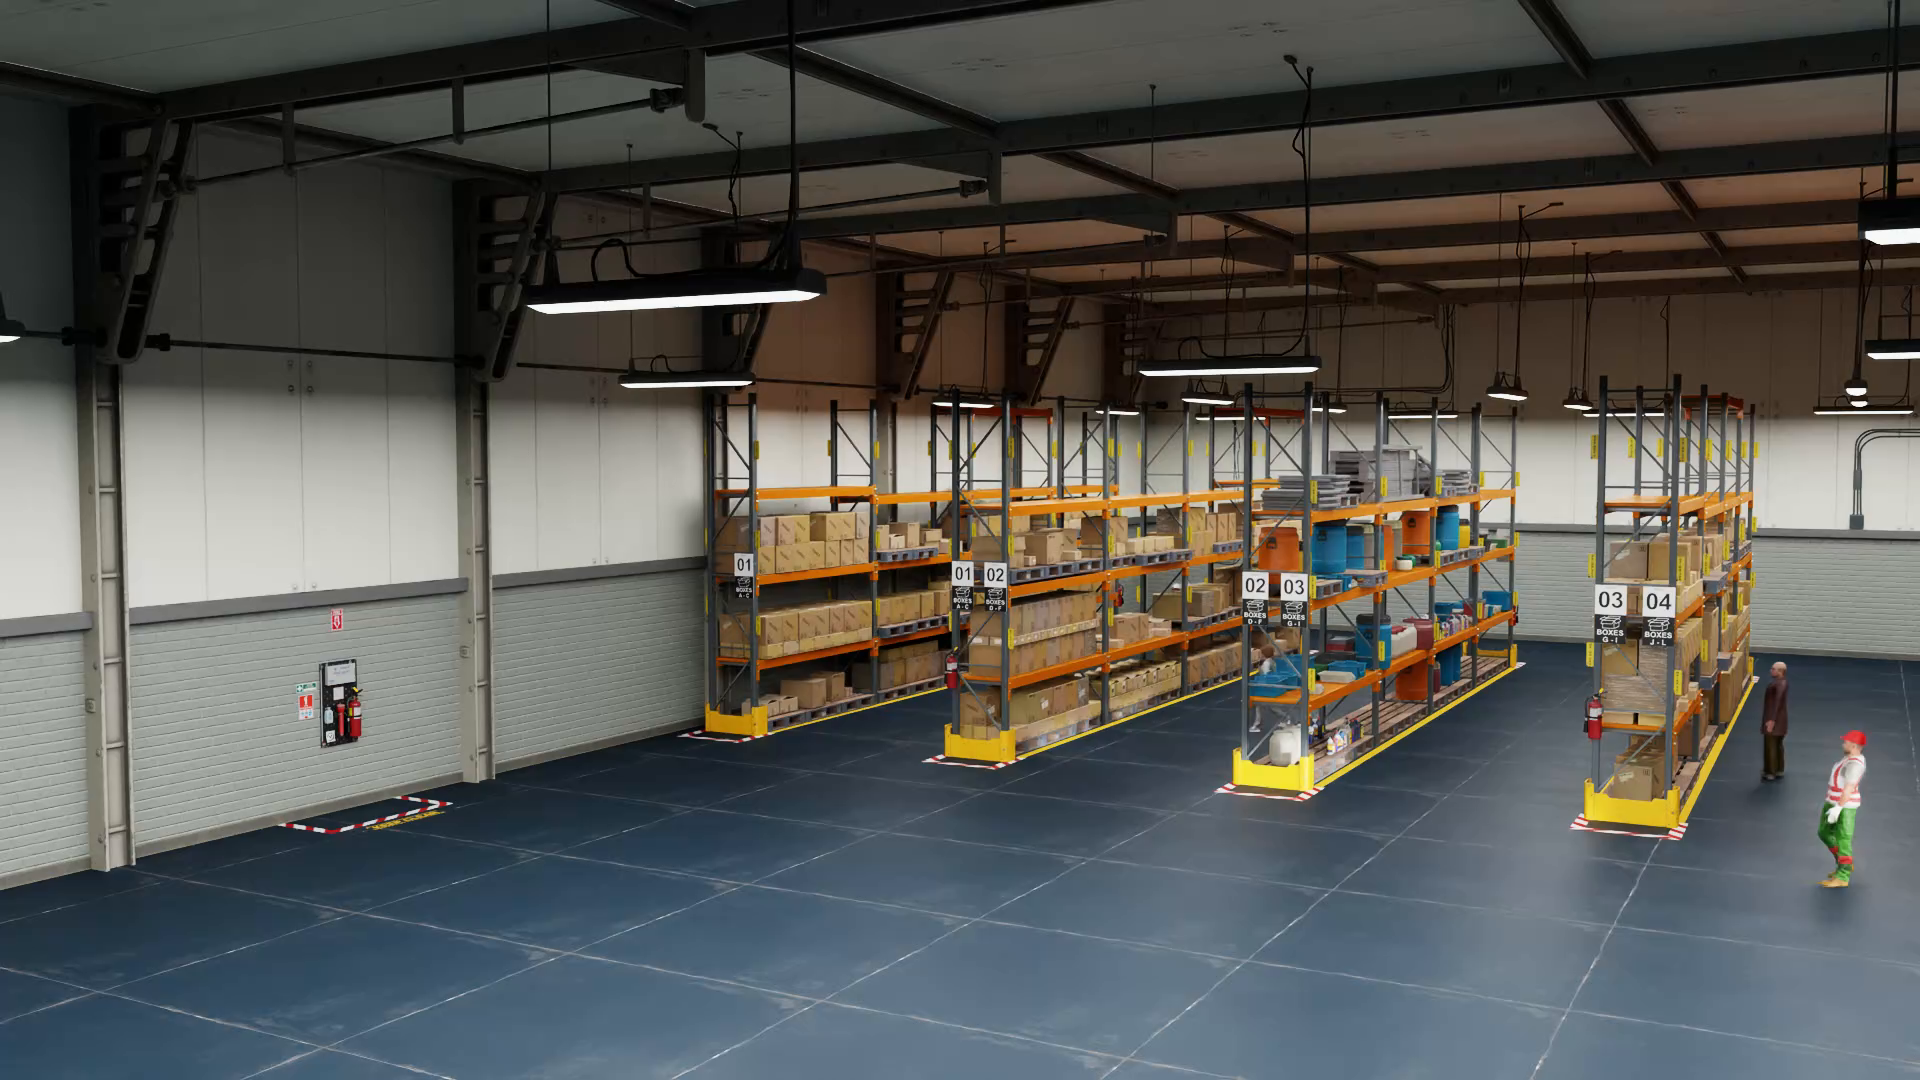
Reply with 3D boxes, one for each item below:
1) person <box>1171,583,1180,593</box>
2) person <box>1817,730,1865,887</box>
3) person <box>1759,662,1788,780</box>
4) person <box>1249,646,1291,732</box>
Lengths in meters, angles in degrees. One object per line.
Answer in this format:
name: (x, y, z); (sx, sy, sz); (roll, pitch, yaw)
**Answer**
person: (5.294, 1.940, 40.972); (0.643, 1.744, 0.994); (2, 4, 31)
person: (10.131, 3.066, 19.117); (0.534, 1.781, 0.607); (0, 3, 3)
person: (12.399, 2.740, 25.380); (0.587, 1.787, 0.496); (-3, 4, -43)
person: (5.487, 2.678, 29.364); (0.846, 1.441, 0.415); (-1, 3, -16)
